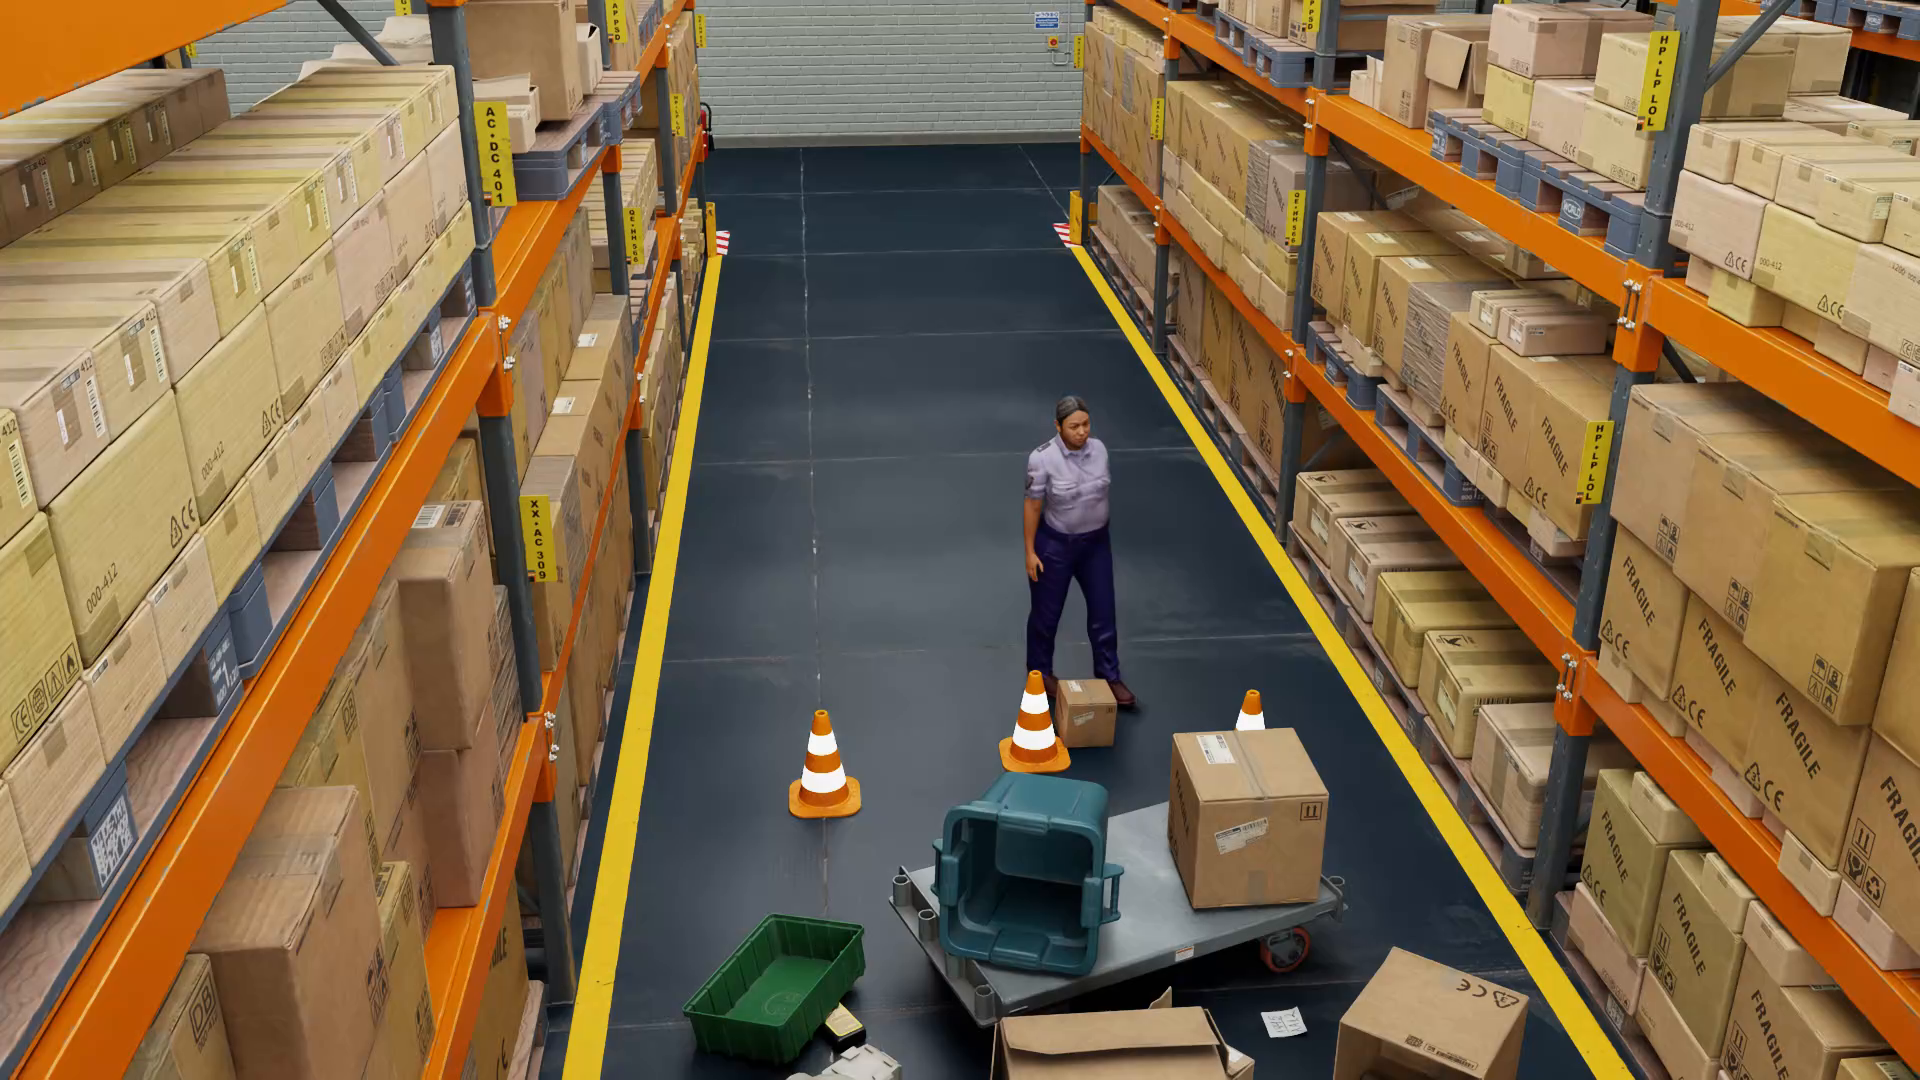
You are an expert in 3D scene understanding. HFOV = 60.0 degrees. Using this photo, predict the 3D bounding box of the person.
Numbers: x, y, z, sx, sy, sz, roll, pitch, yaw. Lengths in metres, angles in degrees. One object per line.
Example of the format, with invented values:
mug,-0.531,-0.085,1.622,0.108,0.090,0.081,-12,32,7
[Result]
person,0.605,0.073,8.438,0.493,1.644,0.551,-11,26,-23
